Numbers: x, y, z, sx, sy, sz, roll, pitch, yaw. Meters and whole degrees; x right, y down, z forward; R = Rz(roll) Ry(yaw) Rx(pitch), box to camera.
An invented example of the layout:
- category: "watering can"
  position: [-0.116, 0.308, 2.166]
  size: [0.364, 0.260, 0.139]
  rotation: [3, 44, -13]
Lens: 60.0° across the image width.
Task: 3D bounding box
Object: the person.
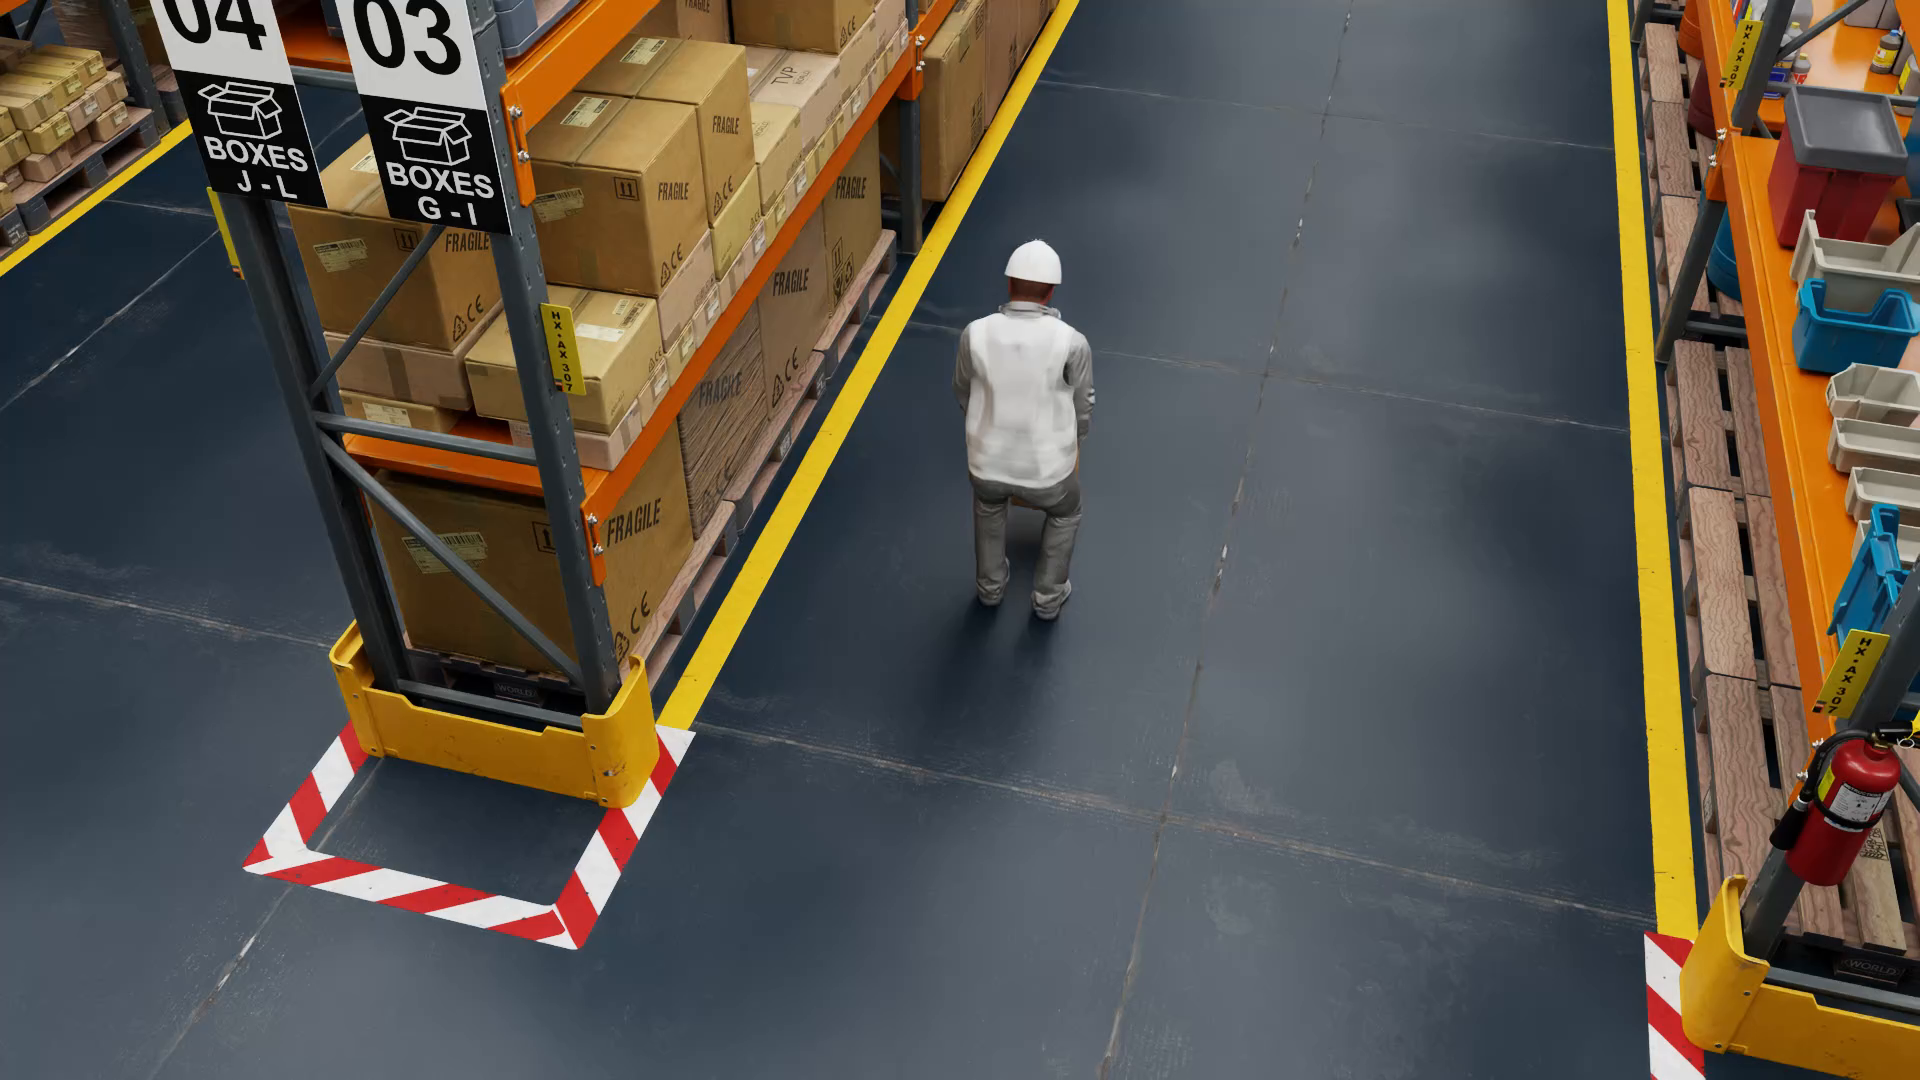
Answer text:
- category: "person"
  position: [0.244, -0.401, 6.721]
  size: [0.581, 1.628, 0.604]
  rotation: [11, 42, 12]
